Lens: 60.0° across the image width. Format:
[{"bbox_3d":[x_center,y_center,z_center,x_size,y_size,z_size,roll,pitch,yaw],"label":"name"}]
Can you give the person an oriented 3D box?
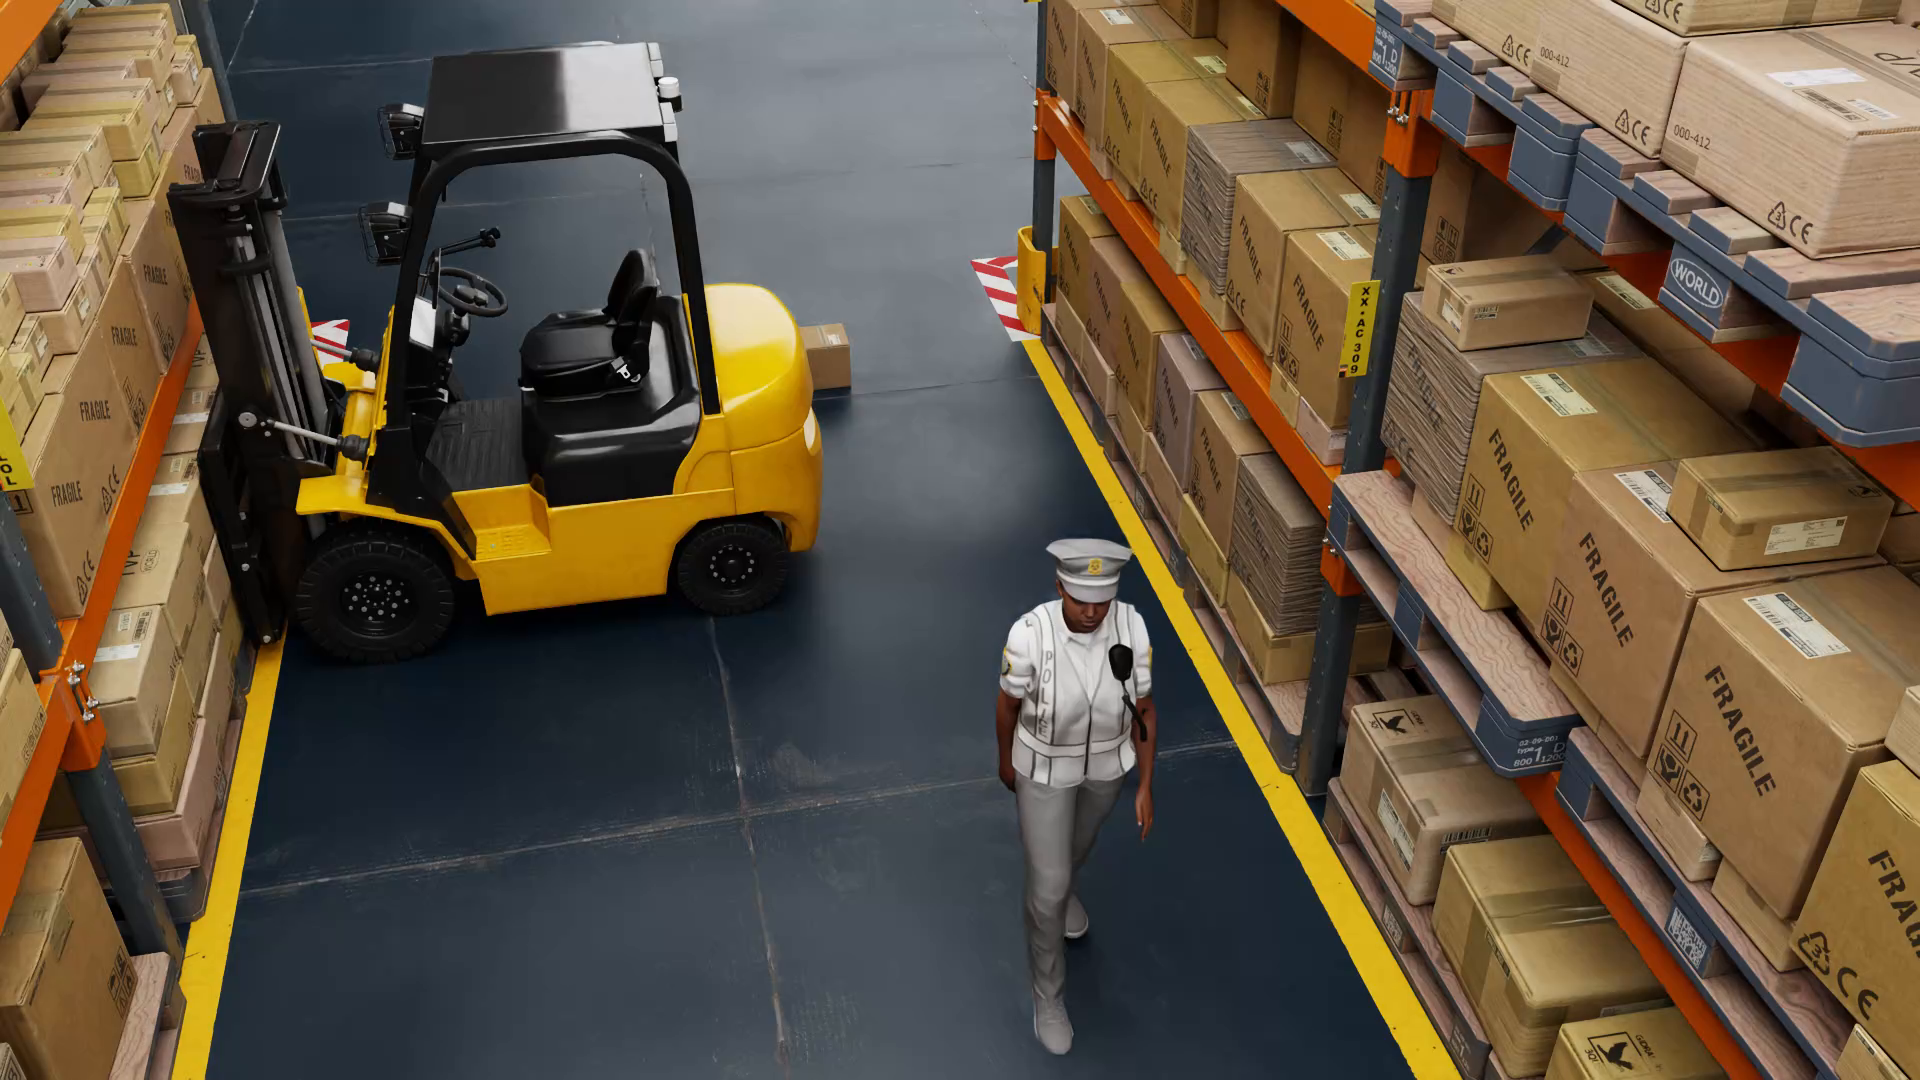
[{"bbox_3d":[0.362,0.735,5.081,0.458,1.727,0.697,-8,35,-12],"label":"person"}]
